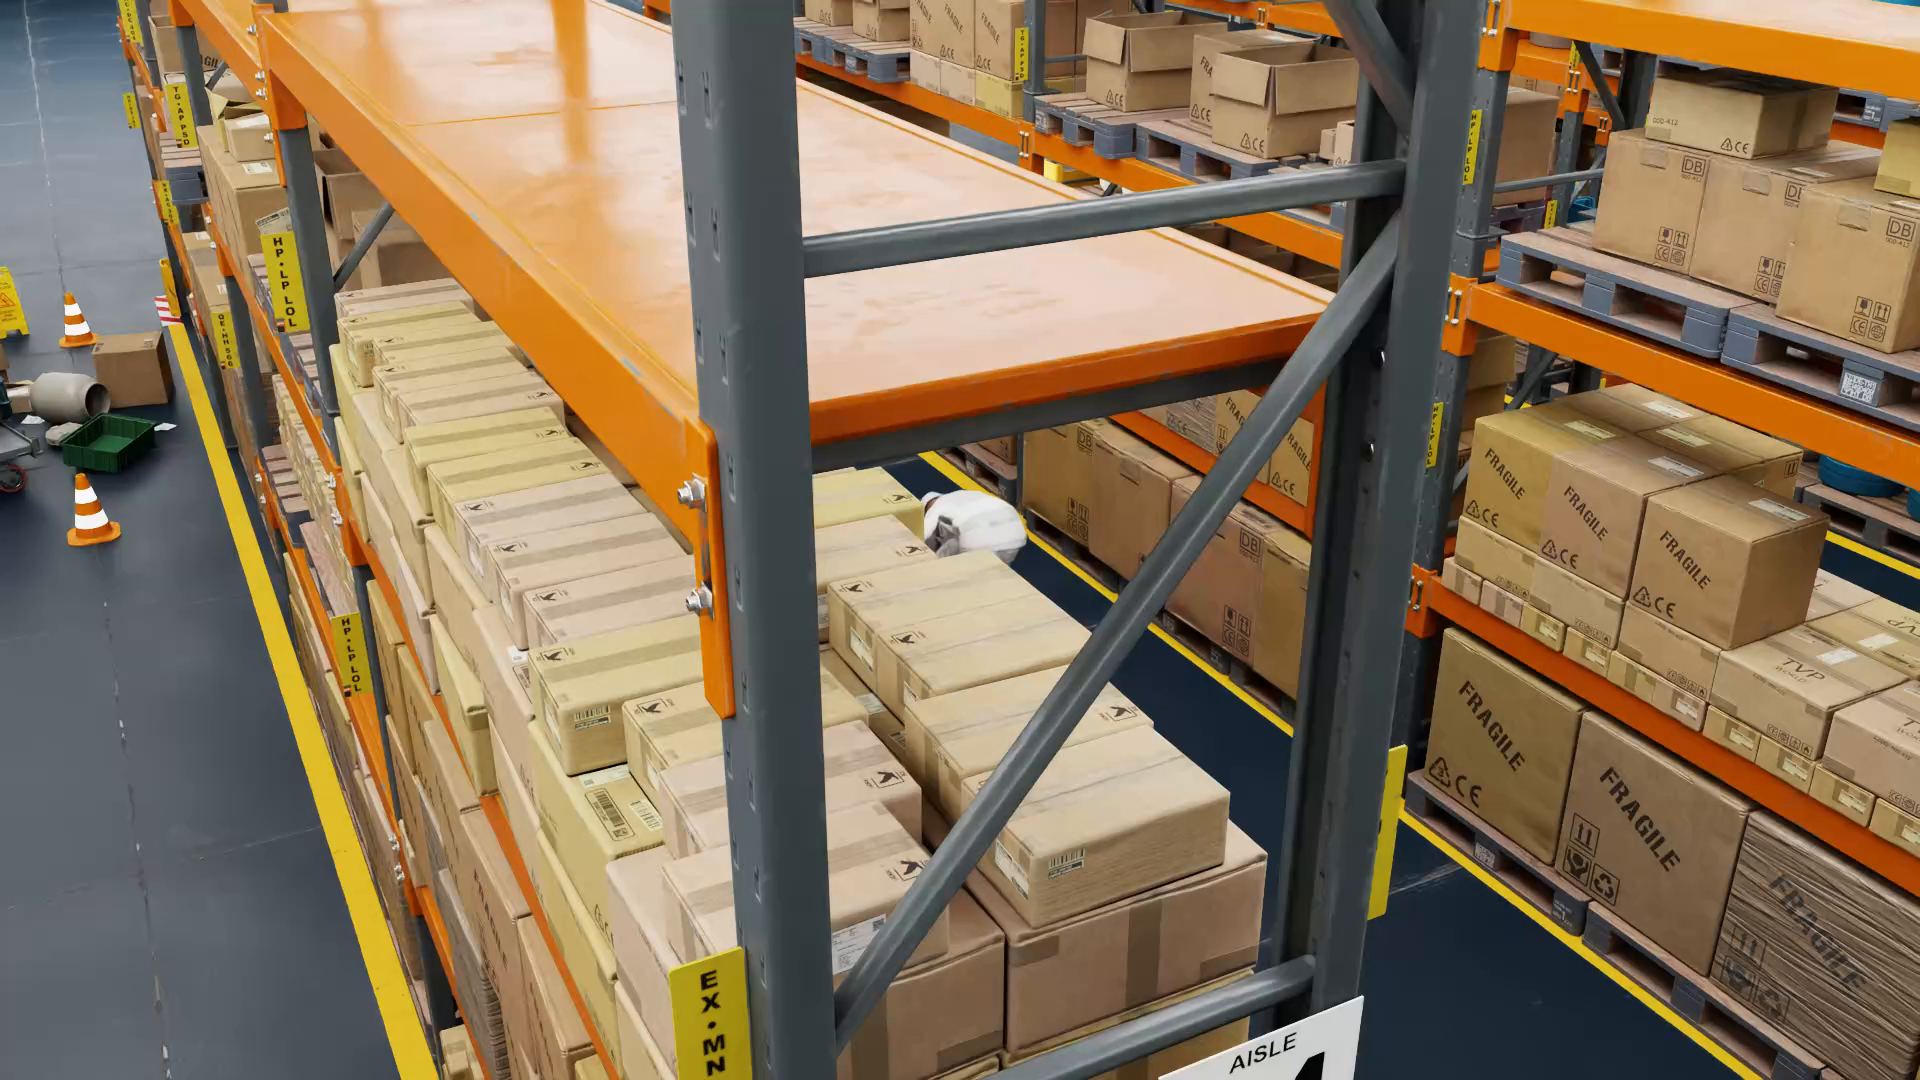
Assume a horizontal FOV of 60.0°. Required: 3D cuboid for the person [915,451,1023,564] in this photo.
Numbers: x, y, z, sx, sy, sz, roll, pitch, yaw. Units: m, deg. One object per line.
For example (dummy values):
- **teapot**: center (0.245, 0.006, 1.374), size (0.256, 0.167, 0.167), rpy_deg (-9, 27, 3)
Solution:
- **person**: center (0.003, 0.022, 10.385), size (0.505, 1.085, 0.992), rpy_deg (-13, 28, -26)
